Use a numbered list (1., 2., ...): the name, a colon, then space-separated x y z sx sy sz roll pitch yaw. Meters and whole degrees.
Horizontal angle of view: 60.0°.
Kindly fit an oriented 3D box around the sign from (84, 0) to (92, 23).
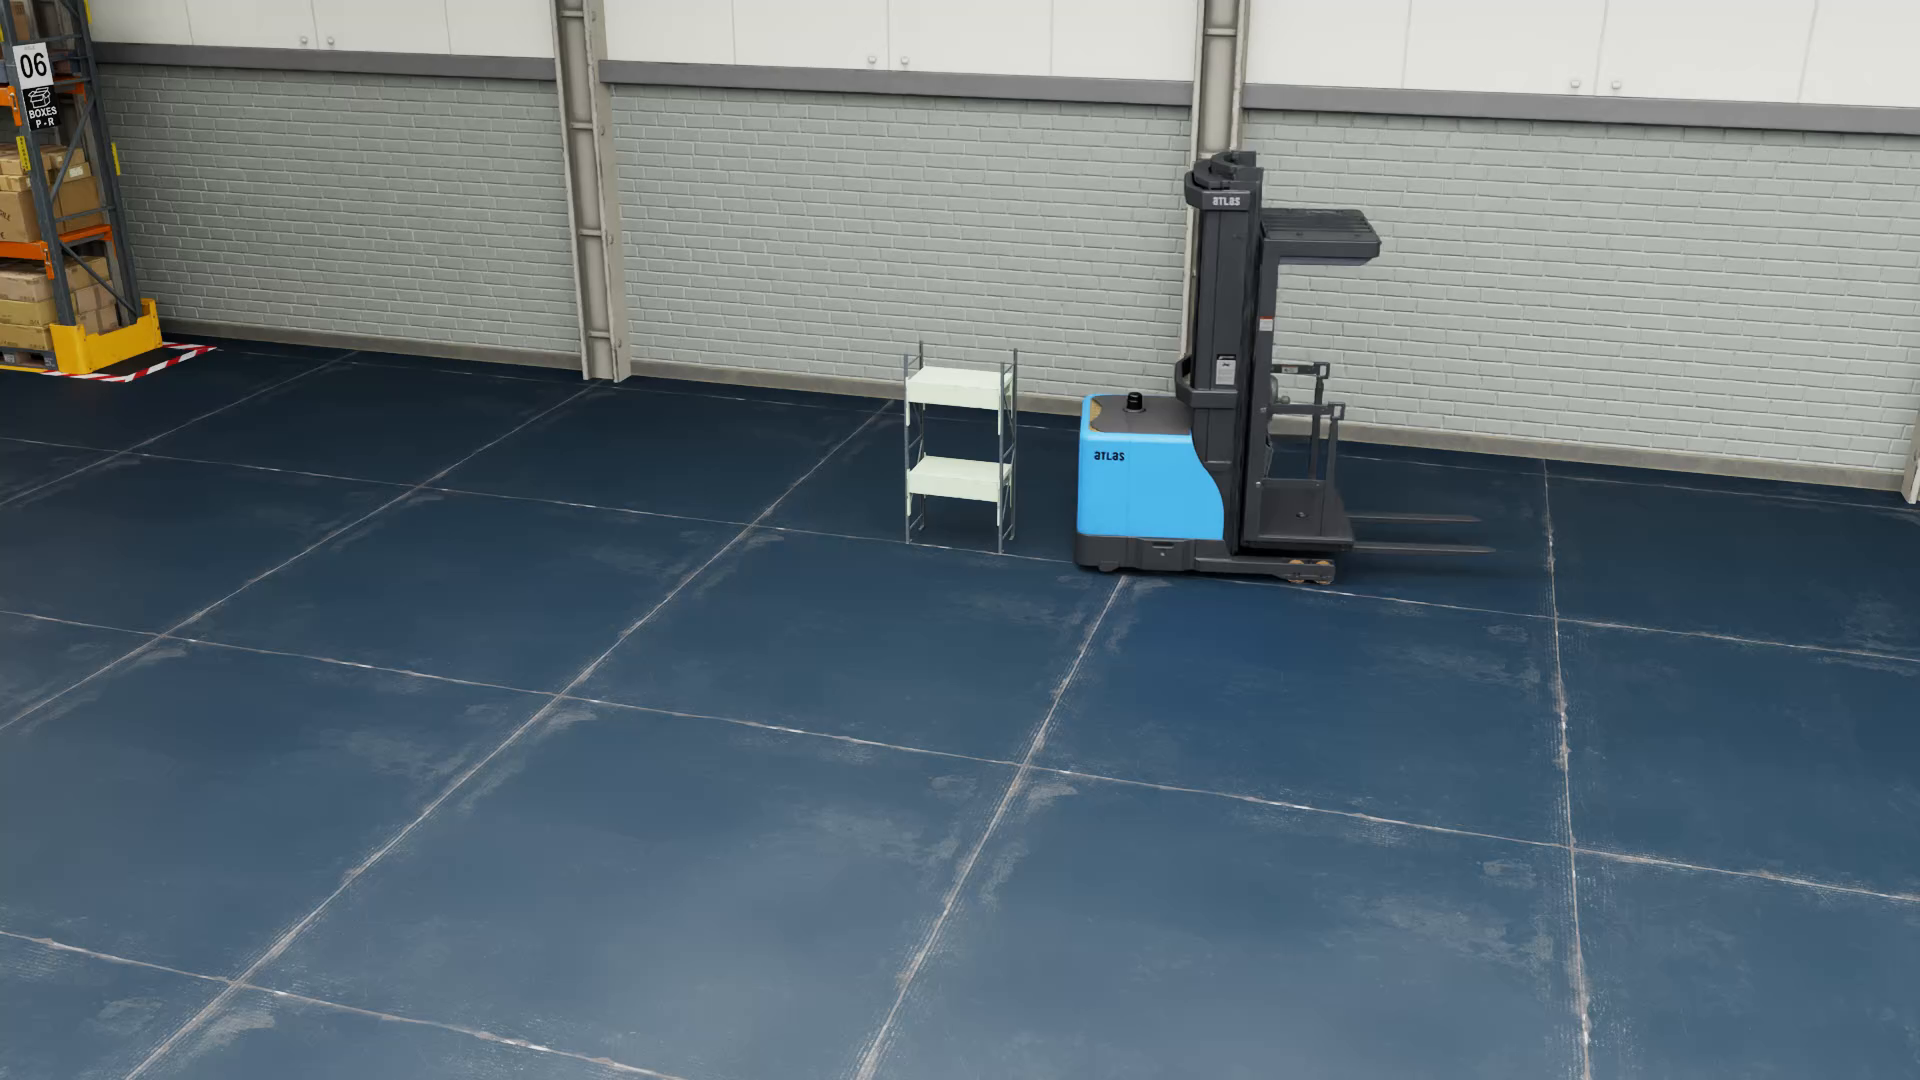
1. sign: -8.728 -5.322 16.583 0.005 0.325 0.100 7 23 16

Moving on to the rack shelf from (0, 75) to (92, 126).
1. rack shelf: -10.809 -4.566 16.945 4.000 0.370 1.077 7 23 16

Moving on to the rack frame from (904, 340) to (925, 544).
1. rack frame: -0.344 -0.733 12.581 0.023 1.500 0.400 7 23 16

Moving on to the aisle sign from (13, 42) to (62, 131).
1. aisle sign: -8.916 -4.381 16.072 0.004 0.787 0.394 7 23 16

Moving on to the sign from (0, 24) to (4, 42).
1. sign: -9.064 -4.857 15.644 0.005 0.325 0.100 7 23 16

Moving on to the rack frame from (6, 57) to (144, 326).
1. rack frame: -8.894 -3.292 16.843 0.127 3.000 1.000 7 23 16

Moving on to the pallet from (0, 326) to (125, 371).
1. pallet: -9.638 -2.071 17.540 1.213 0.211 1.003 7 23 16

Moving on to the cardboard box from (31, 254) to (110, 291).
1. cardboard box: -9.300 -2.798 17.392 0.500 0.250 0.500 6 23 15

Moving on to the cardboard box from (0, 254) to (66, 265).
1. cardboard box: -9.779 -2.852 17.522 0.500 0.250 0.500 7 23 16

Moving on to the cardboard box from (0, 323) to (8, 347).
1. cardboard box: -9.909 -2.209 17.272 0.500 0.250 0.500 7 23 15

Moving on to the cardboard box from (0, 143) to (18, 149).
1. cardboard box: -9.884 -3.988 17.161 0.250 0.149 0.380 7 23 16

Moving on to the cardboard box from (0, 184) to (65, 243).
1. cardboard box: -9.441 -3.297 16.723 0.500 0.500 0.500 6 23 14

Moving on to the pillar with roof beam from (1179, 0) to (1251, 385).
1. pillar with roof beam: 0.944 -3.592 9.669 0.400 9.000 9.100 7 23 16

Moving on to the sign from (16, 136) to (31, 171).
1. sign: -9.064 -3.742 16.102 0.005 0.325 0.100 7 23 16

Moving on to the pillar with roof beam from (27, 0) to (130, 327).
1. pillar with roof beam: -10.544 -4.907 12.876 0.400 9.000 9.100 7 23 16

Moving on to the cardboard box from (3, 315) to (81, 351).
1. cardboard box: -9.435 -2.151 17.131 0.500 0.250 0.500 7 23 16

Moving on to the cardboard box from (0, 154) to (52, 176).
1. cardboard box: -9.298 -3.739 16.554 0.250 0.149 0.380 7 23 16

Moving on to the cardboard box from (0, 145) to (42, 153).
1. cardboard box: -9.652 -3.955 17.081 0.250 0.149 0.380 7 23 17

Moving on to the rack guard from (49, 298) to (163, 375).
1. rack guard: -8.871 -2.133 17.311 0.348 0.500 1.175 7 23 16

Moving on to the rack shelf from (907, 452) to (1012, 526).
1. rack shelf: 0.006 -0.392 12.607 0.720 0.370 0.431 7 23 16

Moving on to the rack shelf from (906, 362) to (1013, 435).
1. rack shelf: 0.006 -1.054 12.336 0.720 0.370 0.431 7 23 16

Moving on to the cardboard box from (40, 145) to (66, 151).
1. cardboard box: -9.391 -3.942 17.050 0.250 0.149 0.380 7 23 17

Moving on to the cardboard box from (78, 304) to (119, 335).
1. cardboard box: -9.308 -2.339 17.590 0.500 0.250 0.500 7 23 16

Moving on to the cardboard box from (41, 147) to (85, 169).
1. cardboard box: -9.154 -3.890 16.924 0.250 0.149 0.380 6 23 14

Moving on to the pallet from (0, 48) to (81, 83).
1. pallet: -9.564 -4.726 16.503 1.213 0.211 1.003 7 23 16

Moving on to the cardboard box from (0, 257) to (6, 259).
1. cardboard box: -10.255 -2.910 17.665 0.500 0.250 0.500 6 23 15

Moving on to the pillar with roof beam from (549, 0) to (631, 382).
1. pillar with roof beam: -4.800 -4.250 11.272 0.400 9.000 9.100 7 23 16

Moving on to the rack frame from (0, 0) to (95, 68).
1. rack frame: -8.894 -6.068 15.705 0.127 3.000 1.000 7 23 16

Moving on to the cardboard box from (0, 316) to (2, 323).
1. cardboard box: -9.928 -2.444 17.187 0.500 0.250 0.500 6 23 15

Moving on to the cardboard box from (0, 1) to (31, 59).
1. cardboard box: -9.388 -4.927 16.059 0.500 0.500 0.500 7 23 17

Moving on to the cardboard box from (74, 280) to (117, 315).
1. cardboard box: -9.284 -2.573 17.500 0.500 0.250 0.500 7 23 16

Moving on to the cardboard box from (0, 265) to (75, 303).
1. cardboard box: -9.425 -2.614 16.942 0.500 0.250 0.500 7 23 17

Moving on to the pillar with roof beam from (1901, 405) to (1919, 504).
1. pillar with roof beam: 6.689 -2.934 8.065 0.400 9.000 9.100 7 23 16

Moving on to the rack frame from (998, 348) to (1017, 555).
1. rack frame: 0.357 -0.653 12.386 0.023 1.500 0.400 7 23 16

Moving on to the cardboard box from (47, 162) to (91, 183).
1. cardboard box: -9.144 -3.770 17.022 0.250 0.149 0.380 6 23 14

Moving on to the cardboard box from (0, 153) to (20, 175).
1. cardboard box: -9.543 -3.754 16.592 0.250 0.149 0.380 7 23 16

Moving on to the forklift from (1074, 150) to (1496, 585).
1. forklift: 2.389 -1.248 11.949 3.031 2.935 1.130 2 22 5

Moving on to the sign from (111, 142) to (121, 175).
1. sign: -8.728 -3.930 17.154 0.005 0.325 0.100 7 23 16

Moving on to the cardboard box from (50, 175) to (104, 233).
1. cardboard box: -9.288 -3.494 17.203 0.500 0.500 0.500 7 23 17

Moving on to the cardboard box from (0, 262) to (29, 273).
1. cardboard box: -9.916 -2.668 17.074 0.500 0.250 0.500 7 23 16

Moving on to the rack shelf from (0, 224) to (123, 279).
1. rack shelf: -10.809 -3.178 17.514 4.000 0.370 1.077 7 23 16

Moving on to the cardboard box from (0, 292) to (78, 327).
1. cardboard box: -9.451 -2.385 17.044 0.500 0.250 0.500 6 23 15

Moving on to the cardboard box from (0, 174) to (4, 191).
1. cardboard box: -9.560 -3.592 16.588 0.250 0.149 0.380 7 23 16

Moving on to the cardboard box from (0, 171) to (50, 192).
1. cardboard box: -9.307 -3.575 16.546 0.250 0.149 0.380 7 23 16

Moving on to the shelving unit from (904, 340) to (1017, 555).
1. shelving unit: 0.006 -0.693 12.484 0.755 1.500 0.431 7 23 16
